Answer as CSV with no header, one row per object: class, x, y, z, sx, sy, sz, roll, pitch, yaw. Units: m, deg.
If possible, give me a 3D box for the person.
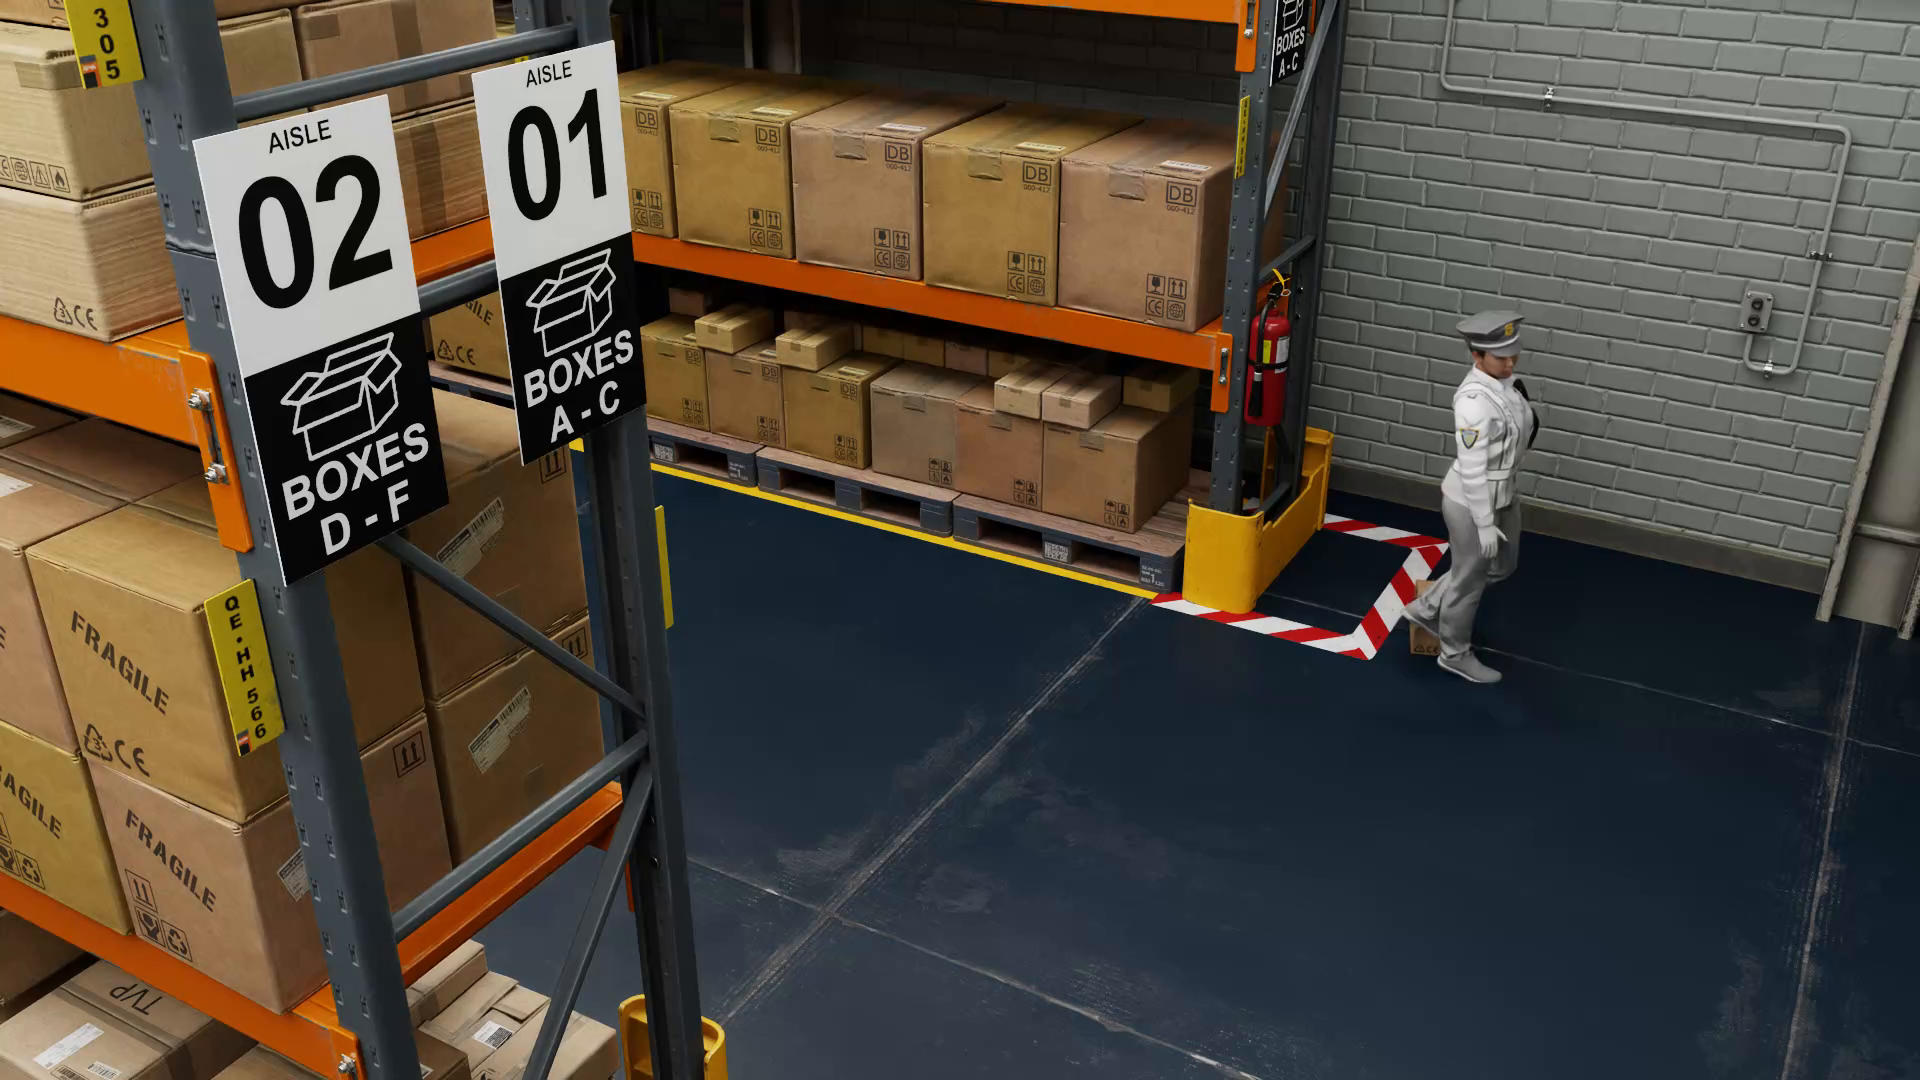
person,2.135,-0.162,6.940,0.477,1.695,0.541,14,30,26
